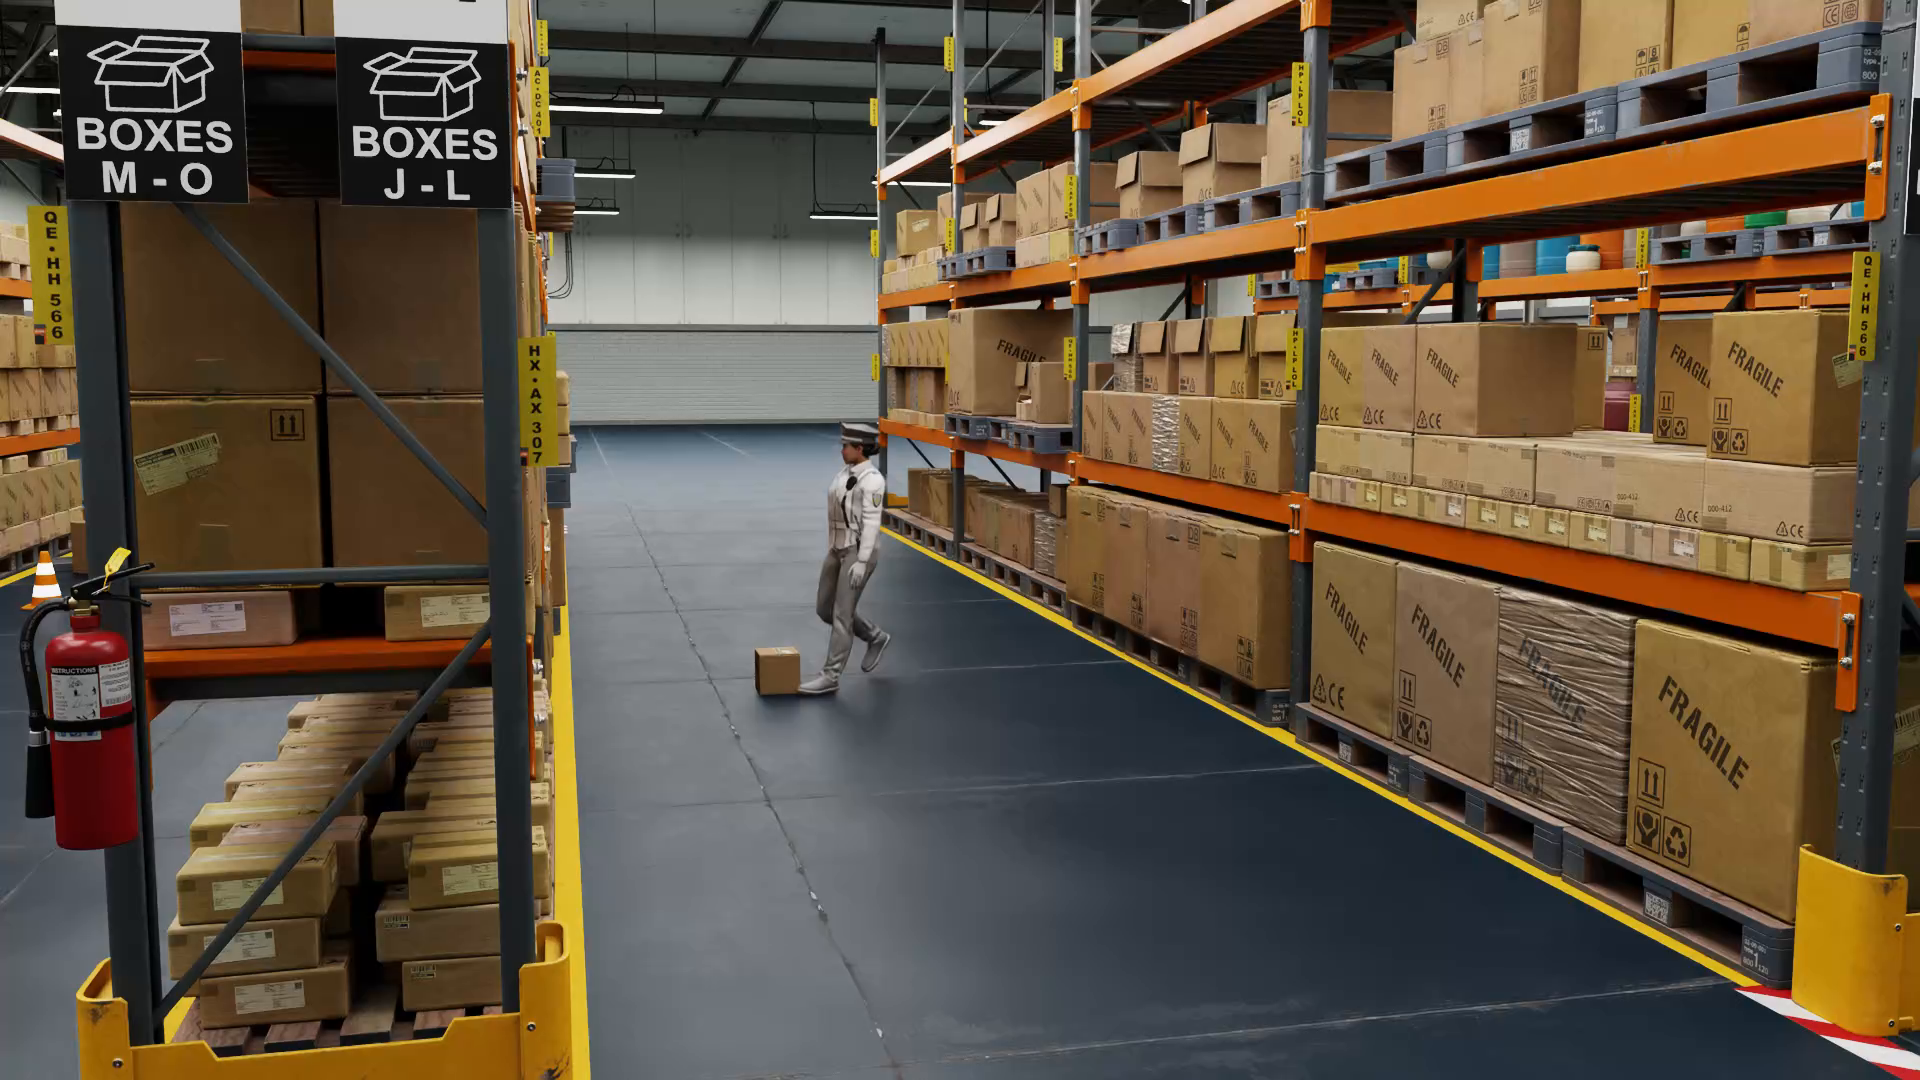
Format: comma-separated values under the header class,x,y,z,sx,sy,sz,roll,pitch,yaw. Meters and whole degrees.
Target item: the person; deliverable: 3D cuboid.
class,x,y,z,sx,sy,sz,roll,pitch,yaw
person,-0.706,0.097,10.285,0.743,1.645,0.518,-4,7,-30
